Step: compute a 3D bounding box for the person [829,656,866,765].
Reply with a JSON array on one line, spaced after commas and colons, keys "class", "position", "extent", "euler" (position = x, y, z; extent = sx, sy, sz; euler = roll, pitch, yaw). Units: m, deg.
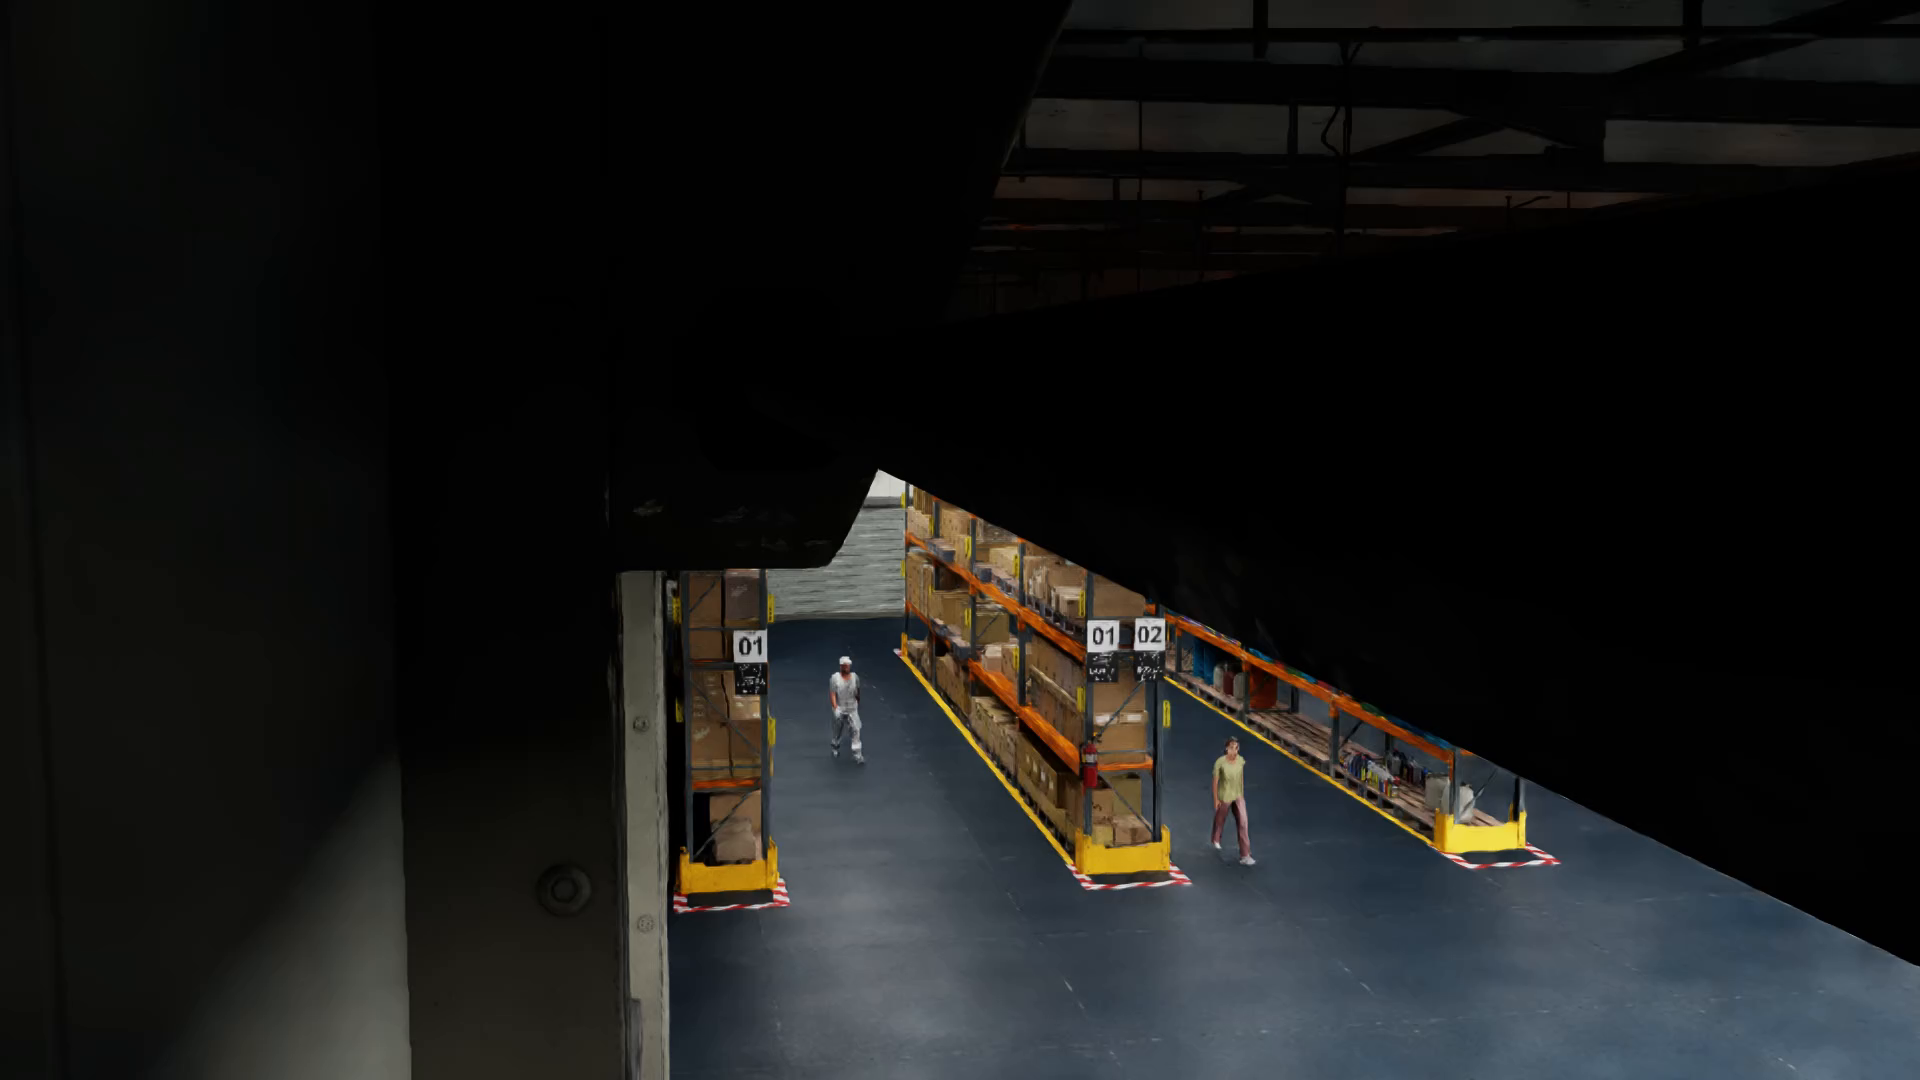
[{"class": "person", "position": [-1.833, 2.704, 26.581], "extent": [0.528, 1.727, 1.030], "euler": [-2, 6, -18]}]

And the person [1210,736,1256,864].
[{"class": "person", "position": [3.467, 3.302, 21.395], "extent": [0.448, 1.588, 1.095], "euler": [-1, 6, -8]}]
